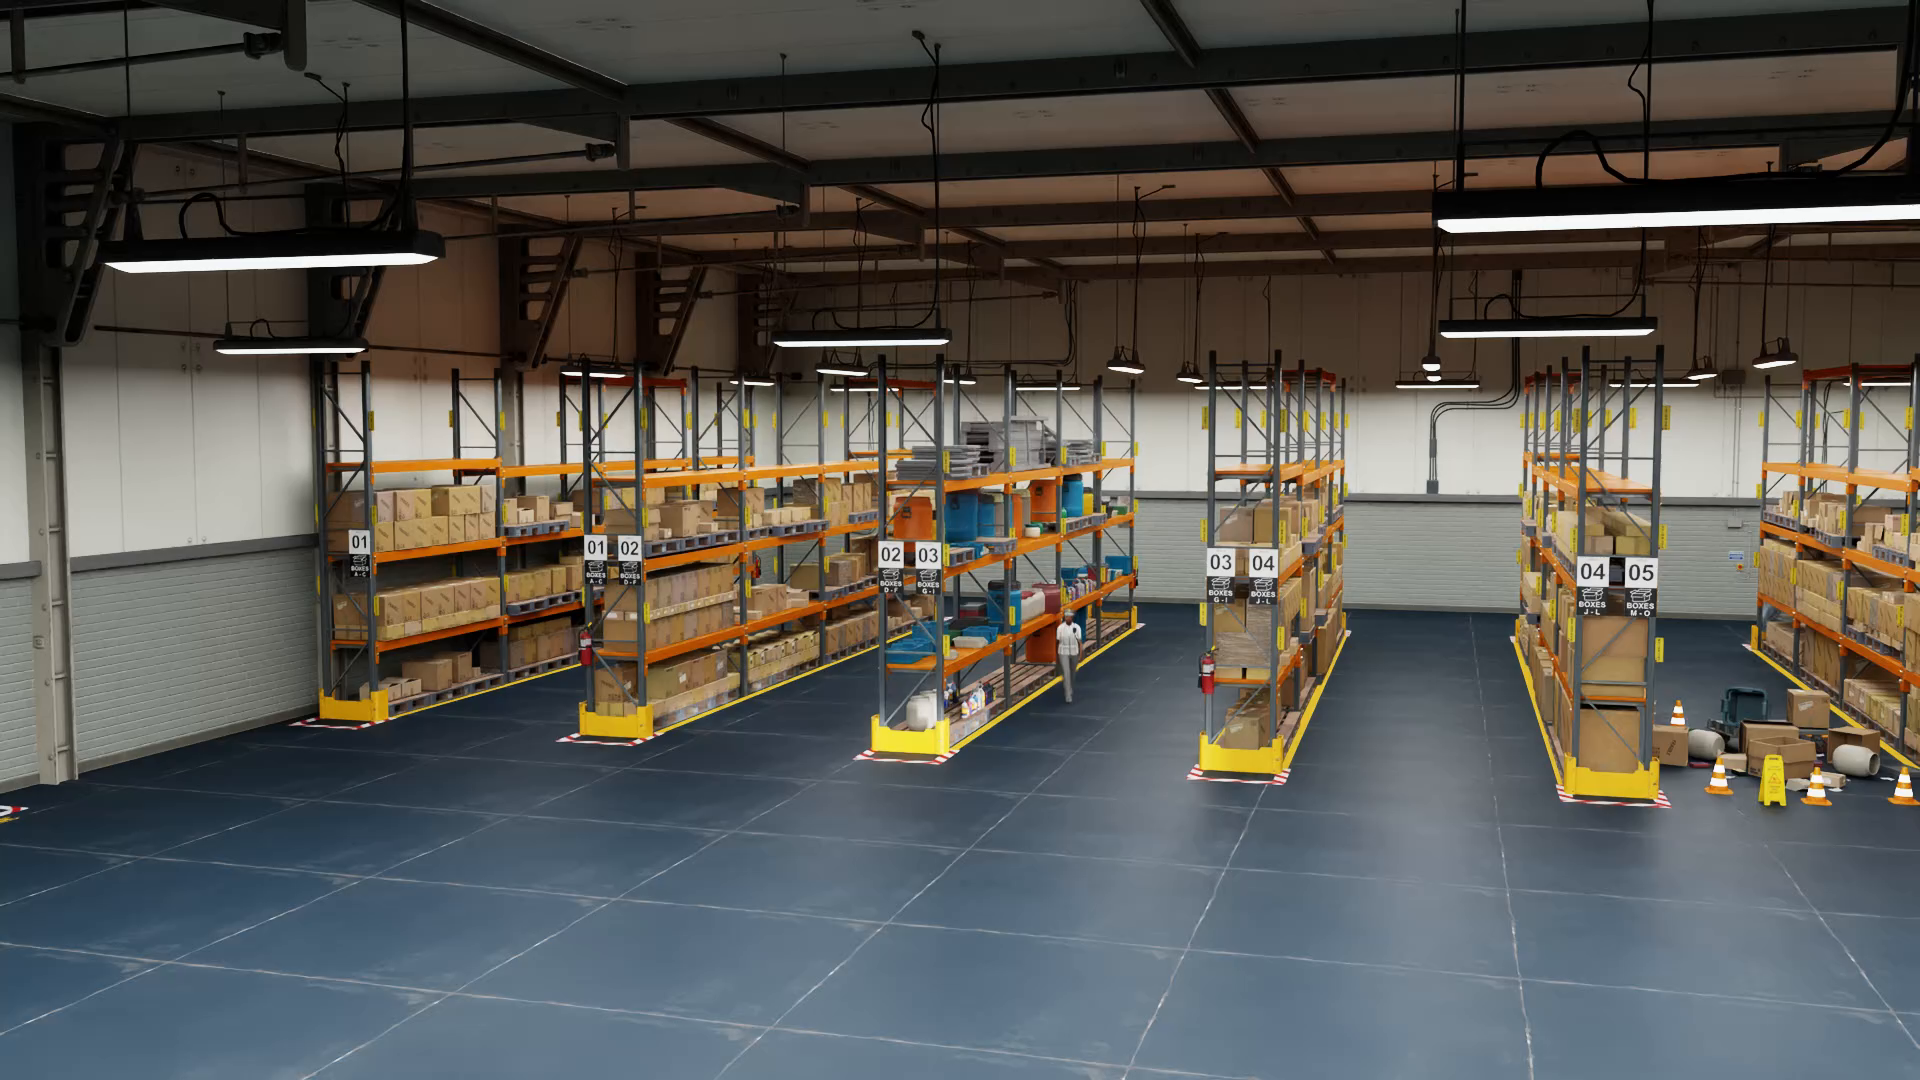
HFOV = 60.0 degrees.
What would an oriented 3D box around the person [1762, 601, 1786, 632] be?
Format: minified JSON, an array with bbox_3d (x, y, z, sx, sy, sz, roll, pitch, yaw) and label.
[{"bbox_3d":[18.568,1.426,37.941,0.996,1.731,0.559,0,4,6],"label":"person"}]

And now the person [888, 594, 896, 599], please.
[{"bbox_3d":[-1.775,1.046,43.506,0.420,1.670,0.477,1,4,19],"label":"person"}]

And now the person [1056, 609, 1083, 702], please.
[{"bbox_3d":[1.955,2.035,29.826,0.444,1.629,1.070,-1,4,-9],"label":"person"}]

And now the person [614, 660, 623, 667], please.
[{"bbox_3d":[-6.699,1.718,33.545,0.662,1.746,1.036,0,4,3],"label":"person"}]
